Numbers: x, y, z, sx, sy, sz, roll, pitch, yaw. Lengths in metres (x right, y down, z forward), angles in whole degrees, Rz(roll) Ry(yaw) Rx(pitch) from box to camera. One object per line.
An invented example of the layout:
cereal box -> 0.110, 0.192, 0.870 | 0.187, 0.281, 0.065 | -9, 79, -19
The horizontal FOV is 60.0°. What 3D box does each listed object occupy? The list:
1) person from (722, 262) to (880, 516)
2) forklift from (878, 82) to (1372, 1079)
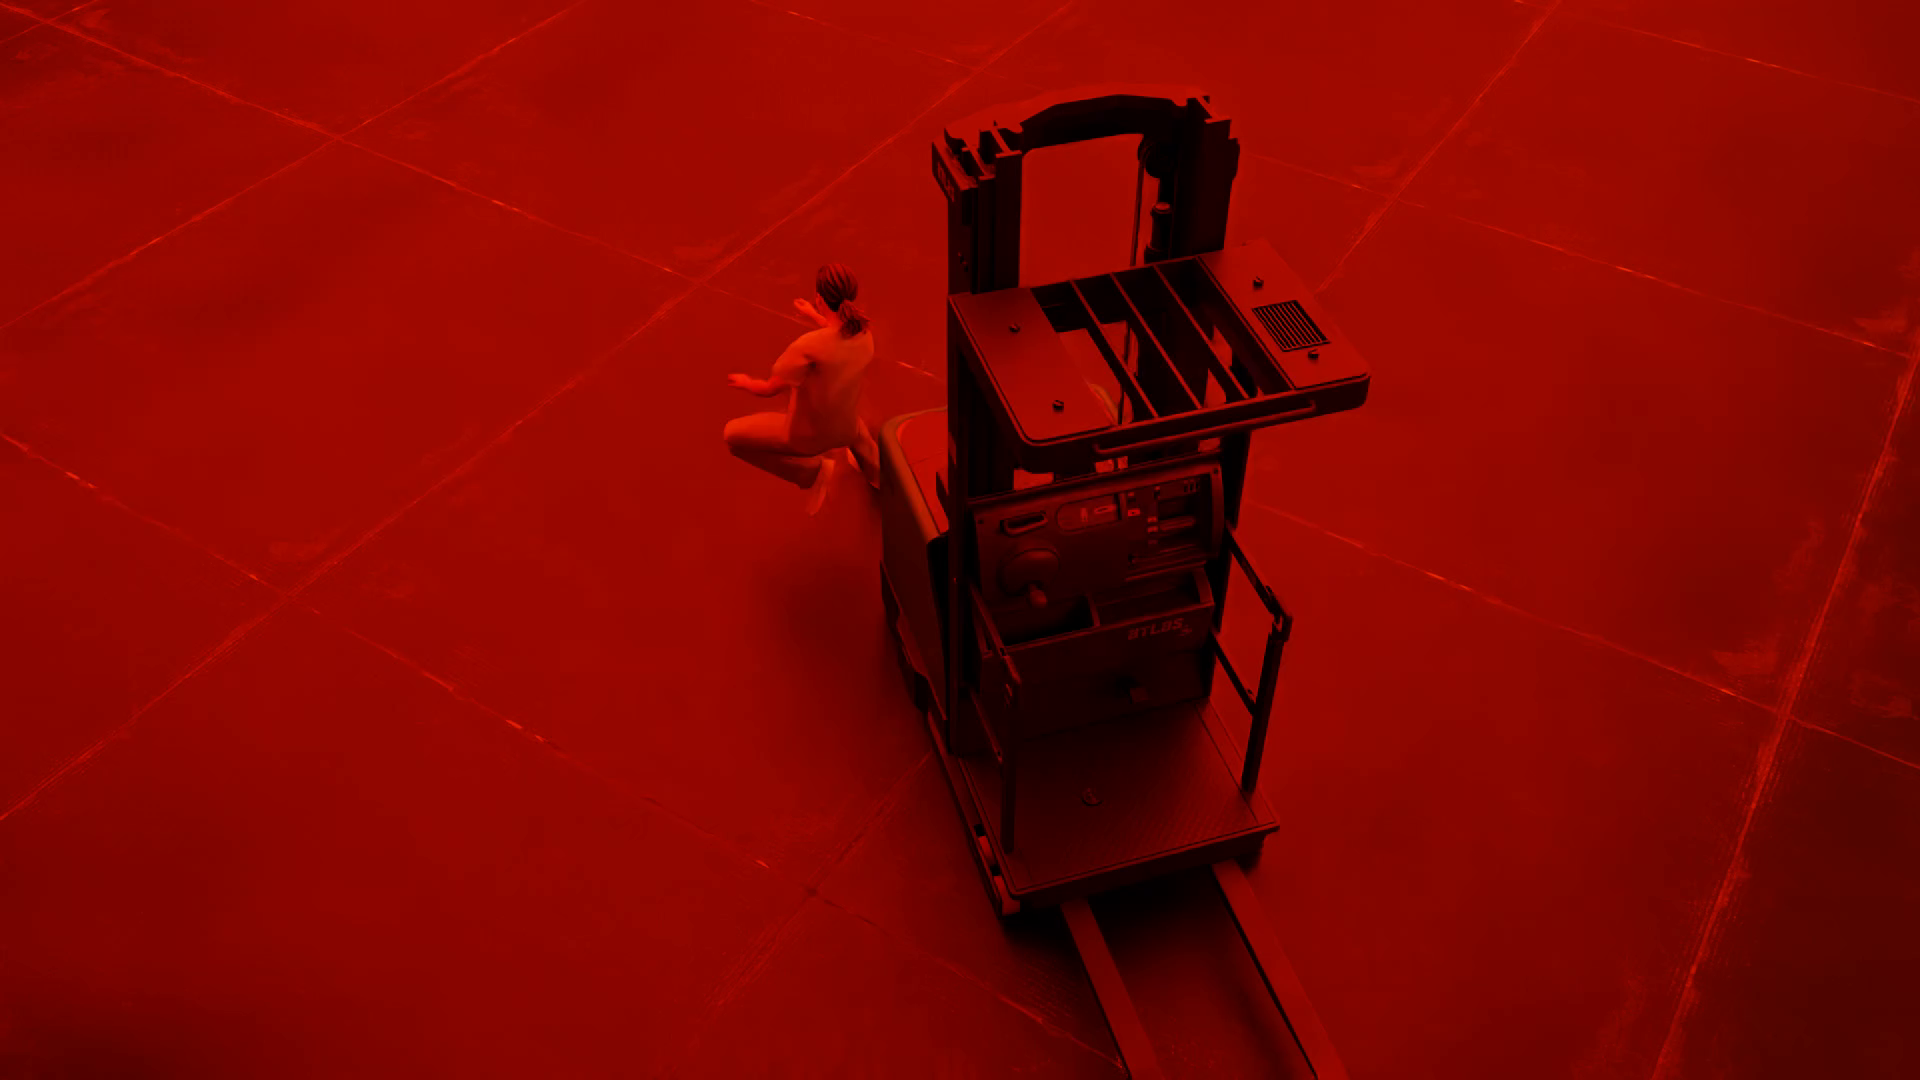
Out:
person -> -0.699, -0.691, 7.592 | 0.818, 1.455, 0.744 | -29, 51, -27
forklift -> 0.567, 0.076, 5.769 | 1.130, 2.935, 3.031 | -12, 45, -13
